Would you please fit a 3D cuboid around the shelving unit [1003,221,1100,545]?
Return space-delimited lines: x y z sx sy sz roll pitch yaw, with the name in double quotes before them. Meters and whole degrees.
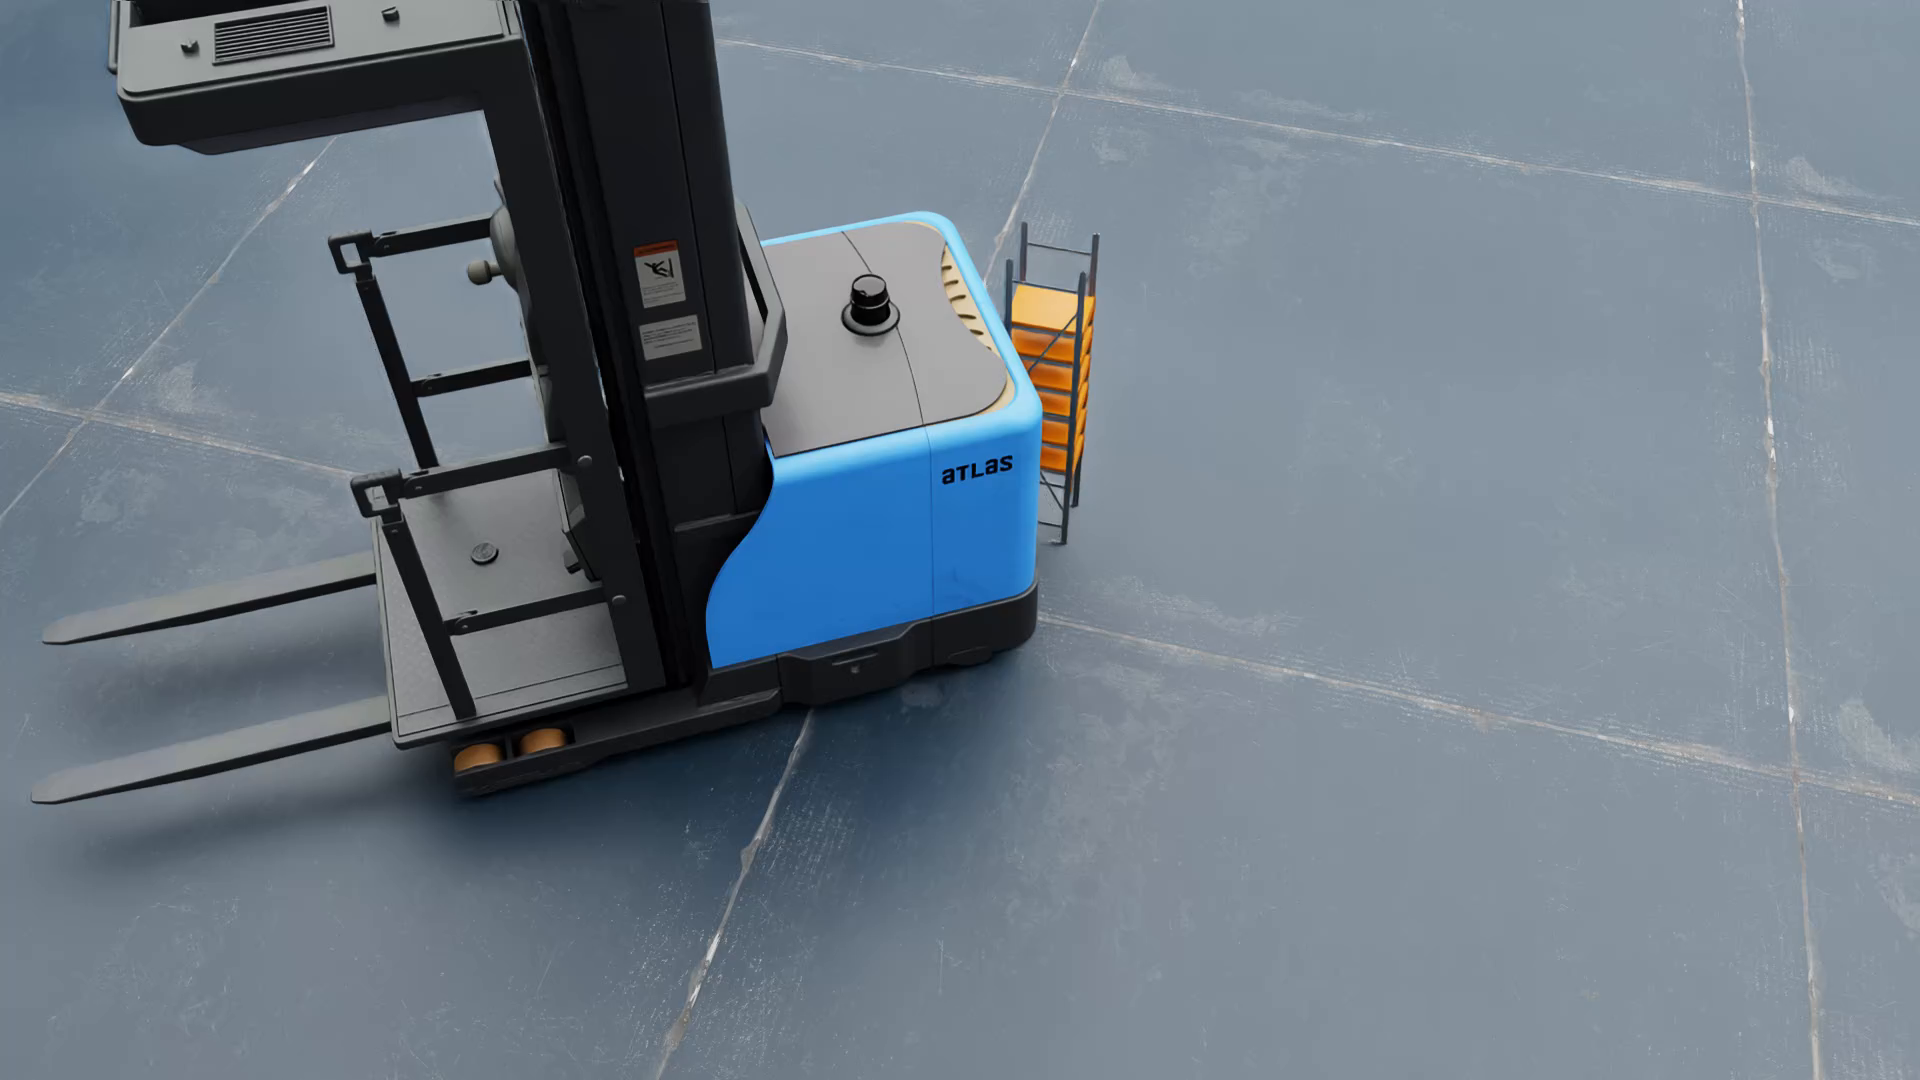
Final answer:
"shelving unit" 0.276 -0.472 5.366 0.258 1.200 0.189 12 50 10

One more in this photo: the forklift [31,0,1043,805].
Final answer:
"forklift" -1.327 -0.642 4.361 3.031 2.935 1.130 -13 50 -11

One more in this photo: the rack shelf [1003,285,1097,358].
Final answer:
"rack shelf" 0.276 -0.680 5.129 0.258 0.103 0.180 12 50 10

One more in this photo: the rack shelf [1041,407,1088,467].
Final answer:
"rack shelf" 0.276 -0.363 5.489 0.258 0.103 0.180 12 50 10

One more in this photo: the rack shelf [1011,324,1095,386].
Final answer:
"rack shelf" 0.276 -0.601 5.219 0.258 0.103 0.180 12 50 10

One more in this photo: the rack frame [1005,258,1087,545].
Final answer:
"rack frame" 0.252 -0.405 5.308 0.240 1.200 0.006 12 50 10

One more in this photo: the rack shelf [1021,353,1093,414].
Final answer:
"rack shelf" 0.276 -0.522 5.309 0.258 0.103 0.180 12 50 10

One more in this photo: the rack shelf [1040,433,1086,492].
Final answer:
"rack shelf" 0.276 -0.283 5.579 0.258 0.103 0.180 12 50 10

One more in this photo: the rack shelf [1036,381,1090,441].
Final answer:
"rack shelf" 0.276 -0.442 5.399 0.258 0.103 0.180 12 50 10

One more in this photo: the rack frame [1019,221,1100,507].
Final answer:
"rack frame" 0.300 -0.538 5.424 0.240 1.200 0.006 12 50 10
